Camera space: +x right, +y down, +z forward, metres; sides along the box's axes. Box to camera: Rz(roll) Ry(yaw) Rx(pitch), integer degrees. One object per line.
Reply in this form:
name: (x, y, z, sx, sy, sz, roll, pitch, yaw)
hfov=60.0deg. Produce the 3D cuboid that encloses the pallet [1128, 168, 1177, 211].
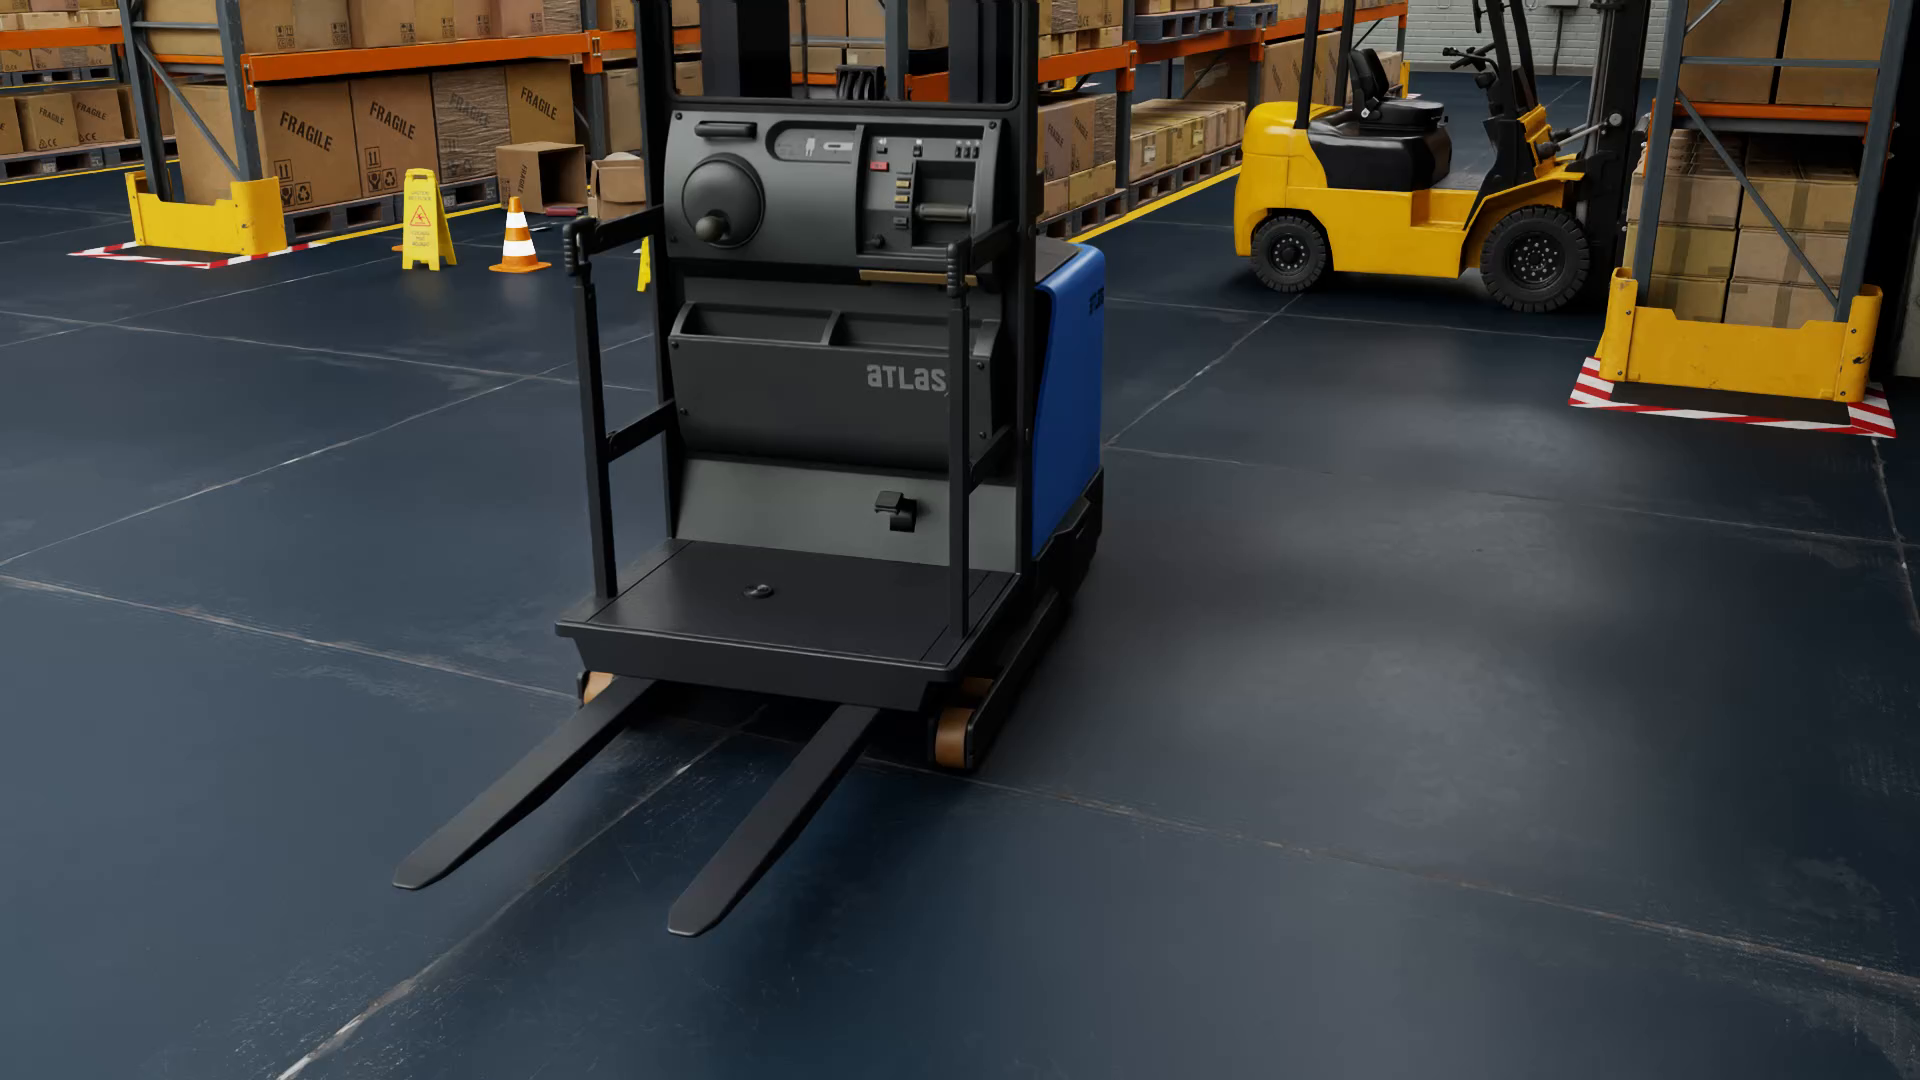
pallet: (1.185, -3.014, 14.128, 1.003, 0.211, 1.213, 9, 21, 23)

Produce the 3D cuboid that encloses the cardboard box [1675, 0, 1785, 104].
cardboard box: (3.721, -2.420, 8.149, 0.500, 0.500, 0.500, 8, 21, 21)

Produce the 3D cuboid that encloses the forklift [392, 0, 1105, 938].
forklift: (-0.404, -0.933, 4.217, 1.130, 2.935, 3.031, 6, 20, 15)

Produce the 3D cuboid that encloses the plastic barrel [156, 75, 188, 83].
plastic barrel: (-10.870, -6.679, 22.884, 0.600, 0.830, 0.708, 9, 21, 23)

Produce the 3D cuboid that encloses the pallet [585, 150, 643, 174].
pallet: (-3.443, -3.670, 15.974, 1.003, 0.211, 1.213, 9, 21, 23)

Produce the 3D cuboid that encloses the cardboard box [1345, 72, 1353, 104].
cardboard box: (4.498, -5.703, 20.725, 0.875, 0.438, 0.875, 8, 21, 22)

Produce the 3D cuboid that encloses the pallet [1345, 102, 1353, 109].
pallet: (4.526, -5.443, 20.959, 1.003, 0.211, 1.213, 9, 21, 23)

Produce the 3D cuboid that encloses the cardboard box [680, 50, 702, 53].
cardboard box: (-2.383, -4.925, 18.070, 1.050, 0.750, 0.750, 8, 21, 22)

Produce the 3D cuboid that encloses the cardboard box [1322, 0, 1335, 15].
cardboard box: (3.980, -6.137, 18.973, 0.500, 0.250, 0.500, 8, 21, 22)

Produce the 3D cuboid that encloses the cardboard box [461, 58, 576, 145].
cardboard box: (-4.011, -3.752, 14.586, 0.875, 0.875, 0.875, 9, 21, 24)

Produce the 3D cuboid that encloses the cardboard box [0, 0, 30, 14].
cardboard box: (-9.006, -5.046, 15.087, 0.875, 0.500, 0.500, 9, 21, 23)

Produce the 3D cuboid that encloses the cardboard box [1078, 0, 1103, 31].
cardboard box: (0.708, -3.948, 12.002, 0.500, 0.500, 0.500, 9, 22, 25)

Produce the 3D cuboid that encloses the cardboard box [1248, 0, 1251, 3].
cardboard box: (2.542, -5.167, 15.770, 0.380, 0.149, 0.250, 9, 21, 24)

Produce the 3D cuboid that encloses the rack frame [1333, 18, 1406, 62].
rack frame: (5.781, -7.758, 23.306, 1.000, 3.000, 0.127, 9, 21, 23)

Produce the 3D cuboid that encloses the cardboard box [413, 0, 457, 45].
cardboard box: (-4.489, -4.198, 13.073, 0.875, 0.550, 0.500, 9, 21, 23)

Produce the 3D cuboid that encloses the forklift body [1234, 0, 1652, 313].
forklift body: (2.871, -2.617, 10.117, 2.313, 2.155, 1.214, 9, 21, 23)

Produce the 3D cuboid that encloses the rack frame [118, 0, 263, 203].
rack frame: (-5.328, -3.515, 11.376, 1.000, 3.000, 0.127, 9, 21, 23)

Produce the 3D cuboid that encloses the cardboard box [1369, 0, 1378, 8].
cardboard box: (4.994, -6.994, 21.009, 0.500, 0.500, 0.500, 9, 21, 23)

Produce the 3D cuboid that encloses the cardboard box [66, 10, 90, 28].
cardboard box: (-8.485, -4.931, 15.734, 0.380, 0.149, 0.250, 9, 21, 23)

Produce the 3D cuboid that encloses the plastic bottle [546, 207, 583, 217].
plastic bottle: (-3.129, -2.608, 13.210, 0.283, 0.061, 0.133, 1, 20, 4)

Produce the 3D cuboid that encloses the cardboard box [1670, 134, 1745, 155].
cardboard box: (4.279, -2.210, 9.692, 0.500, 0.250, 0.500, 8, 21, 22)

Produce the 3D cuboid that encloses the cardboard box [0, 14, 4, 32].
cardboard box: (-8.775, -4.608, 14.824, 0.380, 0.149, 0.250, 9, 21, 23)

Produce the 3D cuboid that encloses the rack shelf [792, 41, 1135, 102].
rack shelf: (0.048, -3.139, 11.393, 1.077, 0.370, 4.000, 9, 21, 23)

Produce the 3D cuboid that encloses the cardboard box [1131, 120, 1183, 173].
cardboard box: (1.371, -3.430, 14.432, 0.950, 0.372, 0.625, 10, 22, 26)

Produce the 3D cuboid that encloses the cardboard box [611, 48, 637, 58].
cardboard box: (-5.142, -6.893, 23.419, 1.225, 0.875, 0.875, 9, 21, 23)

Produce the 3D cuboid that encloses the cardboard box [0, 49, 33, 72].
cardboard box: (-14.705, -7.475, 25.586, 0.500, 0.500, 0.500, 8, 21, 22)

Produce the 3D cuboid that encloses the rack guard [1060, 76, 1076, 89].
rack guard: (1.193, -7.205, 25.483, 1.175, 0.500, 0.348, 9, 21, 23)

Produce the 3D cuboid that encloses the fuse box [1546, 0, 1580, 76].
fuse box: (9.926, -8.545, 27.442, 0.539, 1.711, 0.414, 9, 21, 23)

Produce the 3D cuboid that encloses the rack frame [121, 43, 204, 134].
rack frame: (-8.174, -5.449, 16.815, 1.000, 3.000, 0.127, 9, 21, 23)

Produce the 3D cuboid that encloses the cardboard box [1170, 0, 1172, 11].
cardboard box: (1.538, -4.467, 13.801, 0.380, 0.149, 0.250, 10, 22, 26)

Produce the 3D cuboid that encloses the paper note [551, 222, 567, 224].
paper note: (-3.096, -2.447, 12.834, 0.123, 0.001, 0.032, -14, 24, -33)

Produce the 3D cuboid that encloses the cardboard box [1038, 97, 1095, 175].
cardboard box: (0.663, -2.972, 12.206, 0.500, 0.500, 0.500, 9, 21, 24)

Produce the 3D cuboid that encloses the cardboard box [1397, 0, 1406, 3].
cardboard box: (5.825, -7.621, 22.773, 0.500, 0.500, 0.500, 9, 21, 23)

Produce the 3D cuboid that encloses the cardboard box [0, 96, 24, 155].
cardboard box: (-9.053, -3.811, 15.313, 0.500, 0.500, 0.500, 11, 22, 28)

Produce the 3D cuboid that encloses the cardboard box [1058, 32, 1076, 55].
cardboard box: (0.601, -3.520, 11.765, 0.380, 0.149, 0.250, 8, 21, 22)

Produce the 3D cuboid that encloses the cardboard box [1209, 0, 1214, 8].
cardboard box: (2.024, -4.775, 14.666, 0.380, 0.149, 0.250, 8, 21, 21)

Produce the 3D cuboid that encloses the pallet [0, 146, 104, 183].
pallet: (-8.915, -3.551, 15.639, 1.003, 0.211, 1.213, 9, 21, 23)

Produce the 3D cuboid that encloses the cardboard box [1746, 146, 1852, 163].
cardboard box: (4.545, -1.986, 9.061, 0.500, 0.250, 0.500, 8, 21, 22)

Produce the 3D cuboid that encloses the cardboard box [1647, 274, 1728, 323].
cardboard box: (3.664, -1.276, 8.557, 0.500, 0.250, 0.500, 9, 21, 23)

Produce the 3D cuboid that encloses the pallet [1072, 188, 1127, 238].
pallet: (0.625, -2.566, 12.868, 1.003, 0.211, 1.213, 9, 21, 23)

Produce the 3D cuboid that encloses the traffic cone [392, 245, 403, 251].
traffic cone: (-3.815, -2.287, 11.710, 0.336, 0.463, 0.334, 9, 21, 23)

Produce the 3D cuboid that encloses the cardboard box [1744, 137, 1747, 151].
cardboard box: (5.372, -2.606, 10.805, 0.500, 0.250, 0.500, 9, 21, 24)

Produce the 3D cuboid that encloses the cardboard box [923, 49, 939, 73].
cardboard box: (-0.352, -2.903, 10.030, 0.380, 0.149, 0.250, 9, 21, 24)

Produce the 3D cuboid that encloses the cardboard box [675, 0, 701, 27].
cardboard box: (-2.816, -5.216, 16.009, 0.500, 0.500, 0.500, 8, 21, 22)

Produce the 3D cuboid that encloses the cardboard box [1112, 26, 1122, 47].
cardboard box: (1.014, -3.831, 12.640, 0.380, 0.149, 0.250, 8, 21, 22)

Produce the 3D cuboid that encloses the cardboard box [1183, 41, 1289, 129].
cardboard box: (2.864, -4.709, 17.277, 0.875, 0.875, 0.875, 8, 21, 22)

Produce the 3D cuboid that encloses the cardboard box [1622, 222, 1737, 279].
cardboard box: (3.673, -1.516, 8.487, 0.500, 0.250, 0.500, 8, 21, 22)

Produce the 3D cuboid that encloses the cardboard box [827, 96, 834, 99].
cardboard box: (-0.769, -3.504, 13.944, 0.500, 0.500, 0.500, 9, 21, 23)

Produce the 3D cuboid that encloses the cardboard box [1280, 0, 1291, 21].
cardboard box: (3.129, -5.516, 17.226, 0.500, 0.250, 0.500, 8, 21, 21)

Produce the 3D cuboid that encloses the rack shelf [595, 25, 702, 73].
rack shelf: (-2.871, -5.010, 16.654, 1.077, 0.370, 4.000, 9, 21, 23)

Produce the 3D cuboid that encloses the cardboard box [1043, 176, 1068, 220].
cardboard box: (0.449, -2.455, 11.873, 0.500, 0.250, 0.500, 9, 21, 24)
